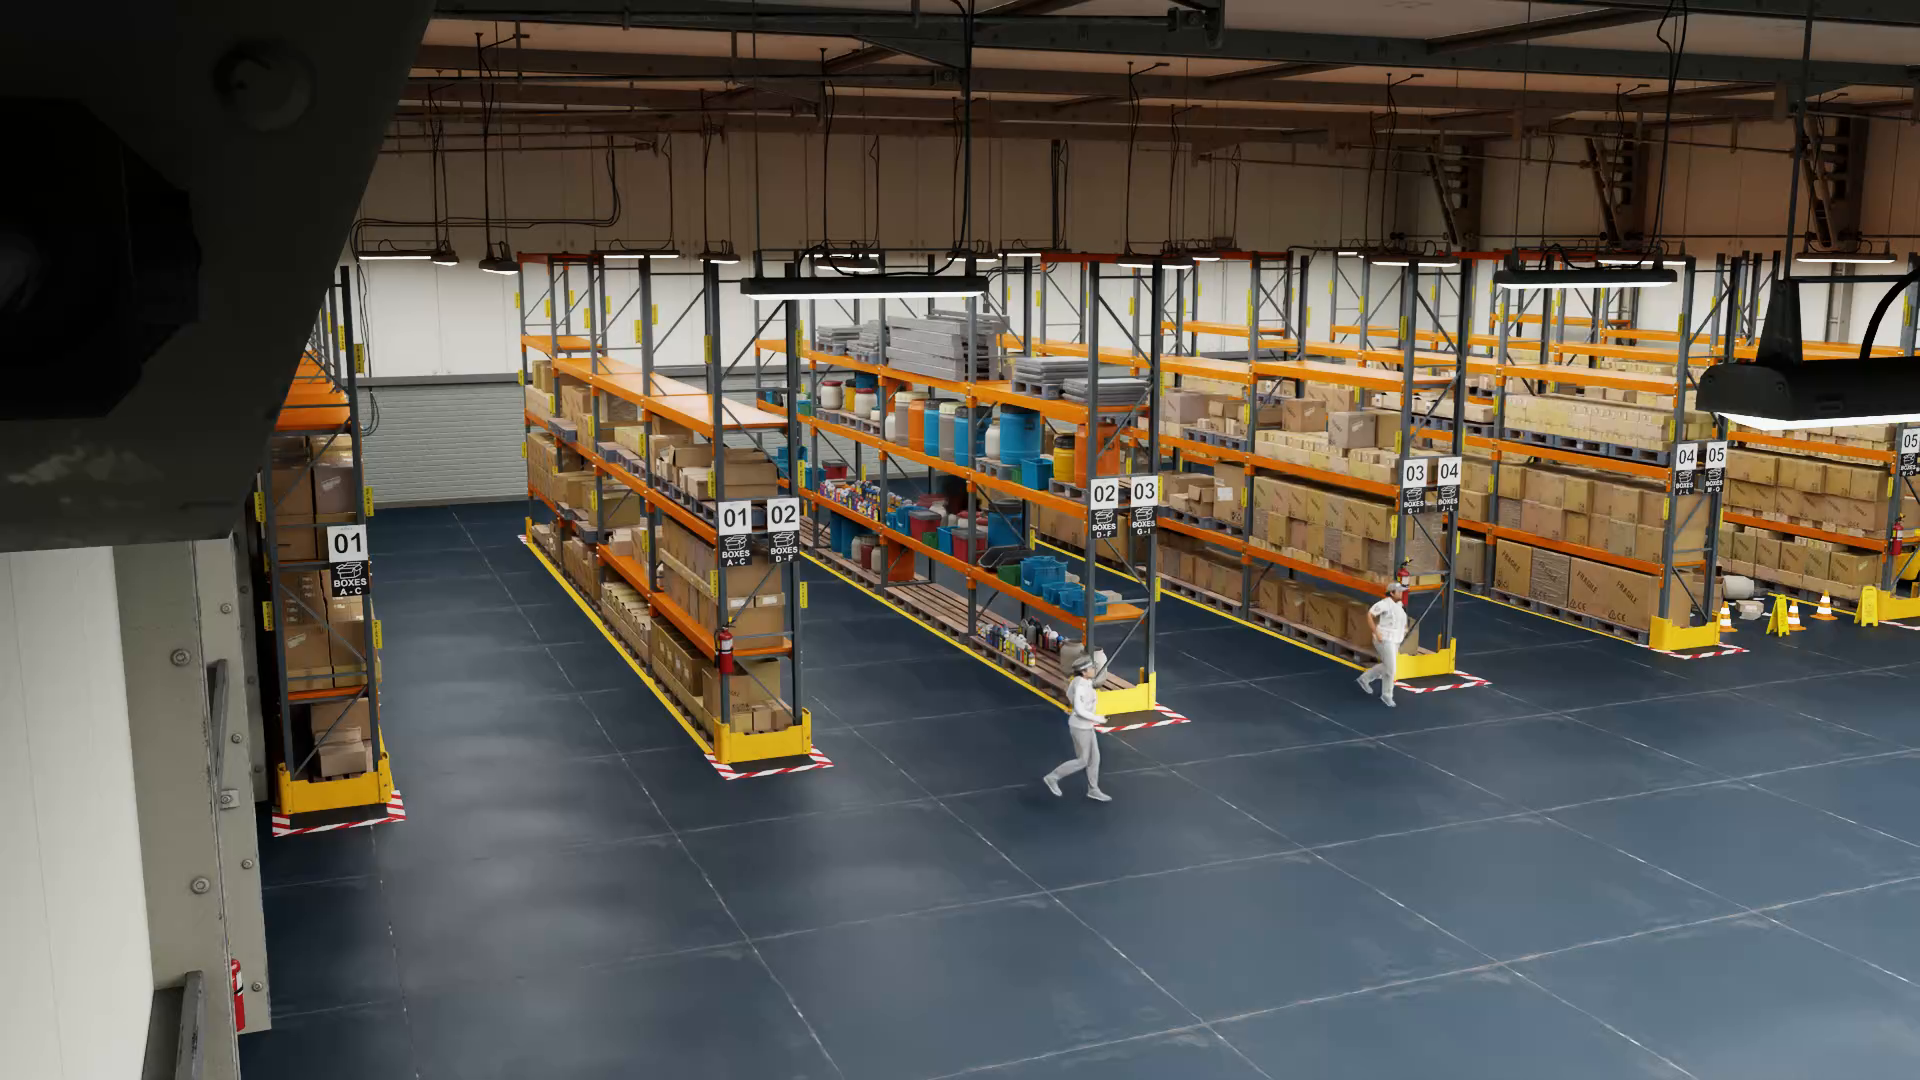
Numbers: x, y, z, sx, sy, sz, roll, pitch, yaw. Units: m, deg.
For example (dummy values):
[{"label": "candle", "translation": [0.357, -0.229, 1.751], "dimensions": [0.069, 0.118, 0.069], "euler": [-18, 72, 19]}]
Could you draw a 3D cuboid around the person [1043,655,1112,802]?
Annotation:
[{"label": "person", "translation": [1.336, 2.127, 18.775], "dimensions": [0.778, 1.704, 0.603], "euler": [1, 10, 5]}]

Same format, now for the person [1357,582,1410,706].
[{"label": "person", "translation": [5.863, 1.418, 22.937], "dimensions": [0.649, 1.720, 0.758], "euler": [-10, 14, -43]}]
